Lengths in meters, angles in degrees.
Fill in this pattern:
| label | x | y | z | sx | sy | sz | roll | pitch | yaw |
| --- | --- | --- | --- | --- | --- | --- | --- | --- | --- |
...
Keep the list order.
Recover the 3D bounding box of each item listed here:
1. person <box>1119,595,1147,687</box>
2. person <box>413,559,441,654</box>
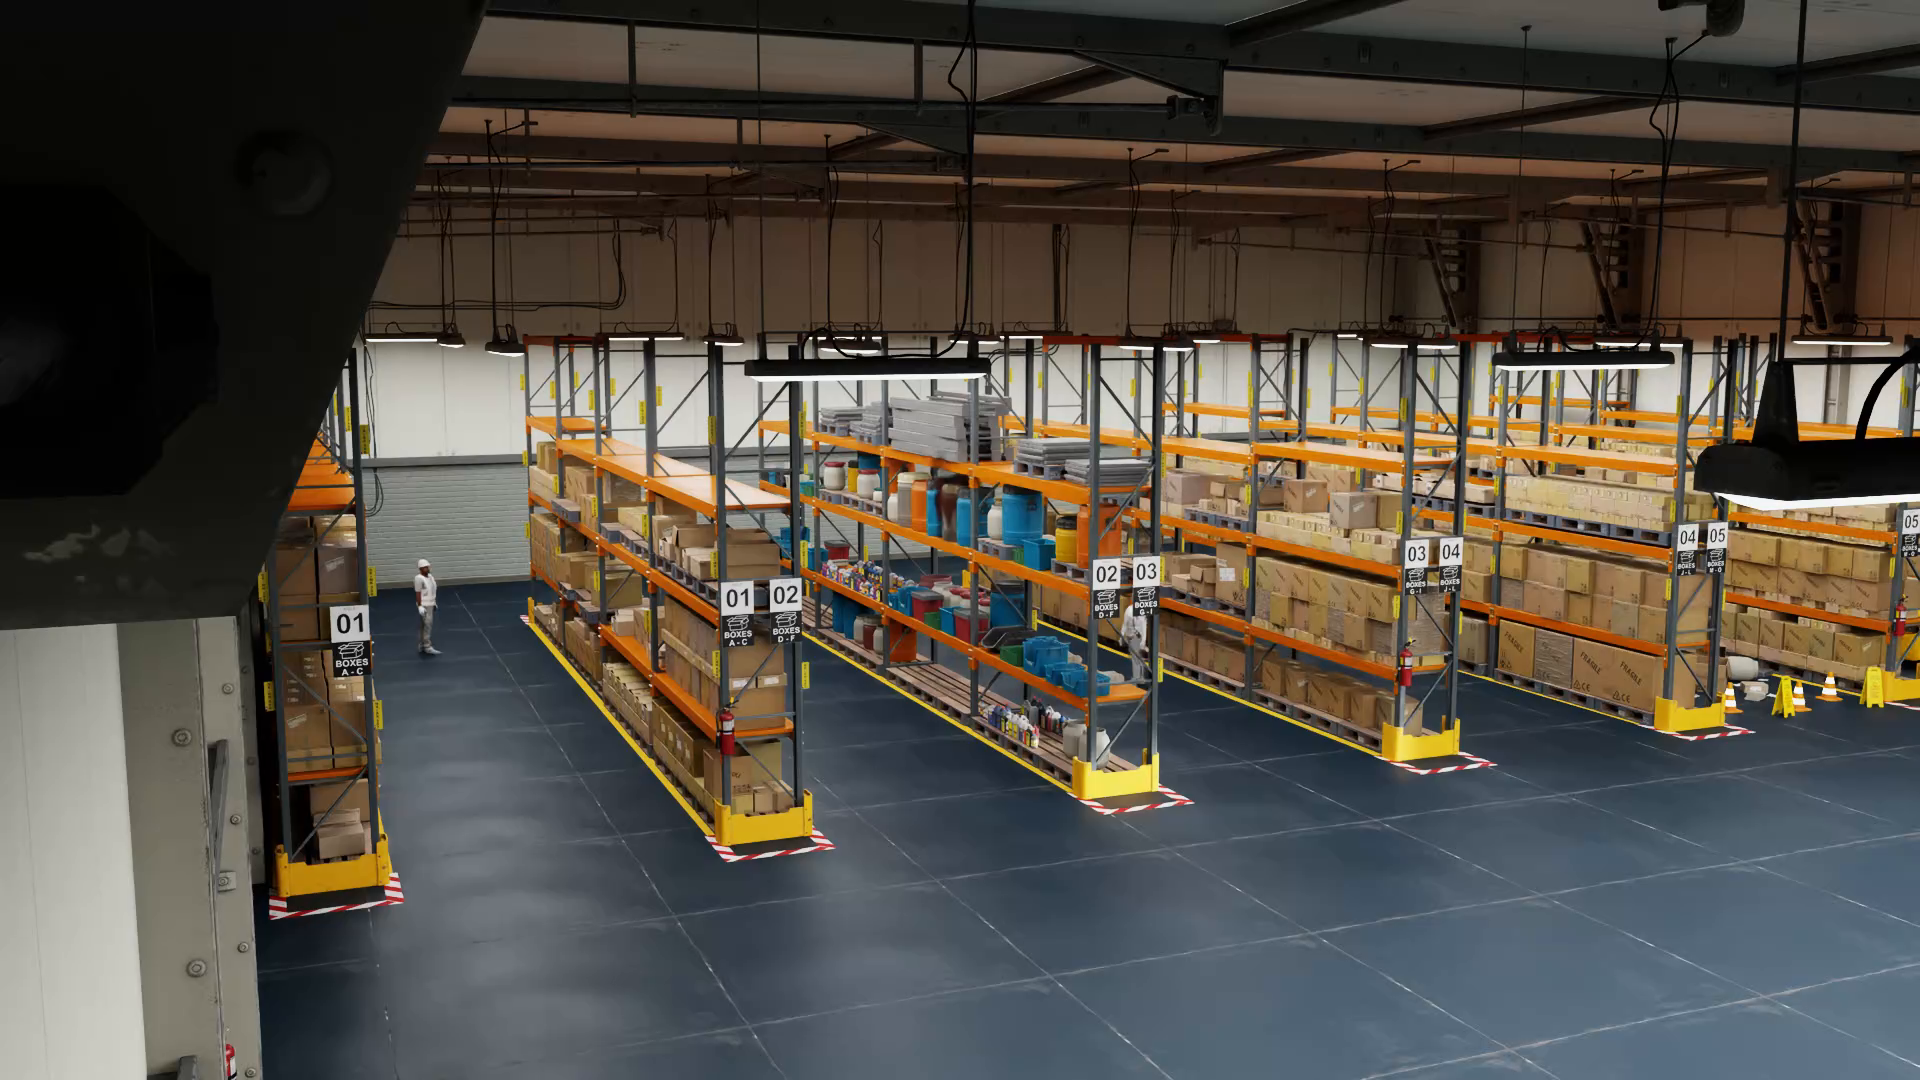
| label | x | y | z | sx | sy | sz | roll | pitch | yaw |
| --- | --- | --- | --- | --- | --- | --- | --- | --- | --- |
| person | 2.995 | 1.683 | 28.722 | 0.484 | 1.686 | 0.492 | -3 | 8 | -19 |
| person | -10.112 | 1.252 | 31.598 | 0.457 | 1.794 | 0.585 | -1 | 8 | -8 |
